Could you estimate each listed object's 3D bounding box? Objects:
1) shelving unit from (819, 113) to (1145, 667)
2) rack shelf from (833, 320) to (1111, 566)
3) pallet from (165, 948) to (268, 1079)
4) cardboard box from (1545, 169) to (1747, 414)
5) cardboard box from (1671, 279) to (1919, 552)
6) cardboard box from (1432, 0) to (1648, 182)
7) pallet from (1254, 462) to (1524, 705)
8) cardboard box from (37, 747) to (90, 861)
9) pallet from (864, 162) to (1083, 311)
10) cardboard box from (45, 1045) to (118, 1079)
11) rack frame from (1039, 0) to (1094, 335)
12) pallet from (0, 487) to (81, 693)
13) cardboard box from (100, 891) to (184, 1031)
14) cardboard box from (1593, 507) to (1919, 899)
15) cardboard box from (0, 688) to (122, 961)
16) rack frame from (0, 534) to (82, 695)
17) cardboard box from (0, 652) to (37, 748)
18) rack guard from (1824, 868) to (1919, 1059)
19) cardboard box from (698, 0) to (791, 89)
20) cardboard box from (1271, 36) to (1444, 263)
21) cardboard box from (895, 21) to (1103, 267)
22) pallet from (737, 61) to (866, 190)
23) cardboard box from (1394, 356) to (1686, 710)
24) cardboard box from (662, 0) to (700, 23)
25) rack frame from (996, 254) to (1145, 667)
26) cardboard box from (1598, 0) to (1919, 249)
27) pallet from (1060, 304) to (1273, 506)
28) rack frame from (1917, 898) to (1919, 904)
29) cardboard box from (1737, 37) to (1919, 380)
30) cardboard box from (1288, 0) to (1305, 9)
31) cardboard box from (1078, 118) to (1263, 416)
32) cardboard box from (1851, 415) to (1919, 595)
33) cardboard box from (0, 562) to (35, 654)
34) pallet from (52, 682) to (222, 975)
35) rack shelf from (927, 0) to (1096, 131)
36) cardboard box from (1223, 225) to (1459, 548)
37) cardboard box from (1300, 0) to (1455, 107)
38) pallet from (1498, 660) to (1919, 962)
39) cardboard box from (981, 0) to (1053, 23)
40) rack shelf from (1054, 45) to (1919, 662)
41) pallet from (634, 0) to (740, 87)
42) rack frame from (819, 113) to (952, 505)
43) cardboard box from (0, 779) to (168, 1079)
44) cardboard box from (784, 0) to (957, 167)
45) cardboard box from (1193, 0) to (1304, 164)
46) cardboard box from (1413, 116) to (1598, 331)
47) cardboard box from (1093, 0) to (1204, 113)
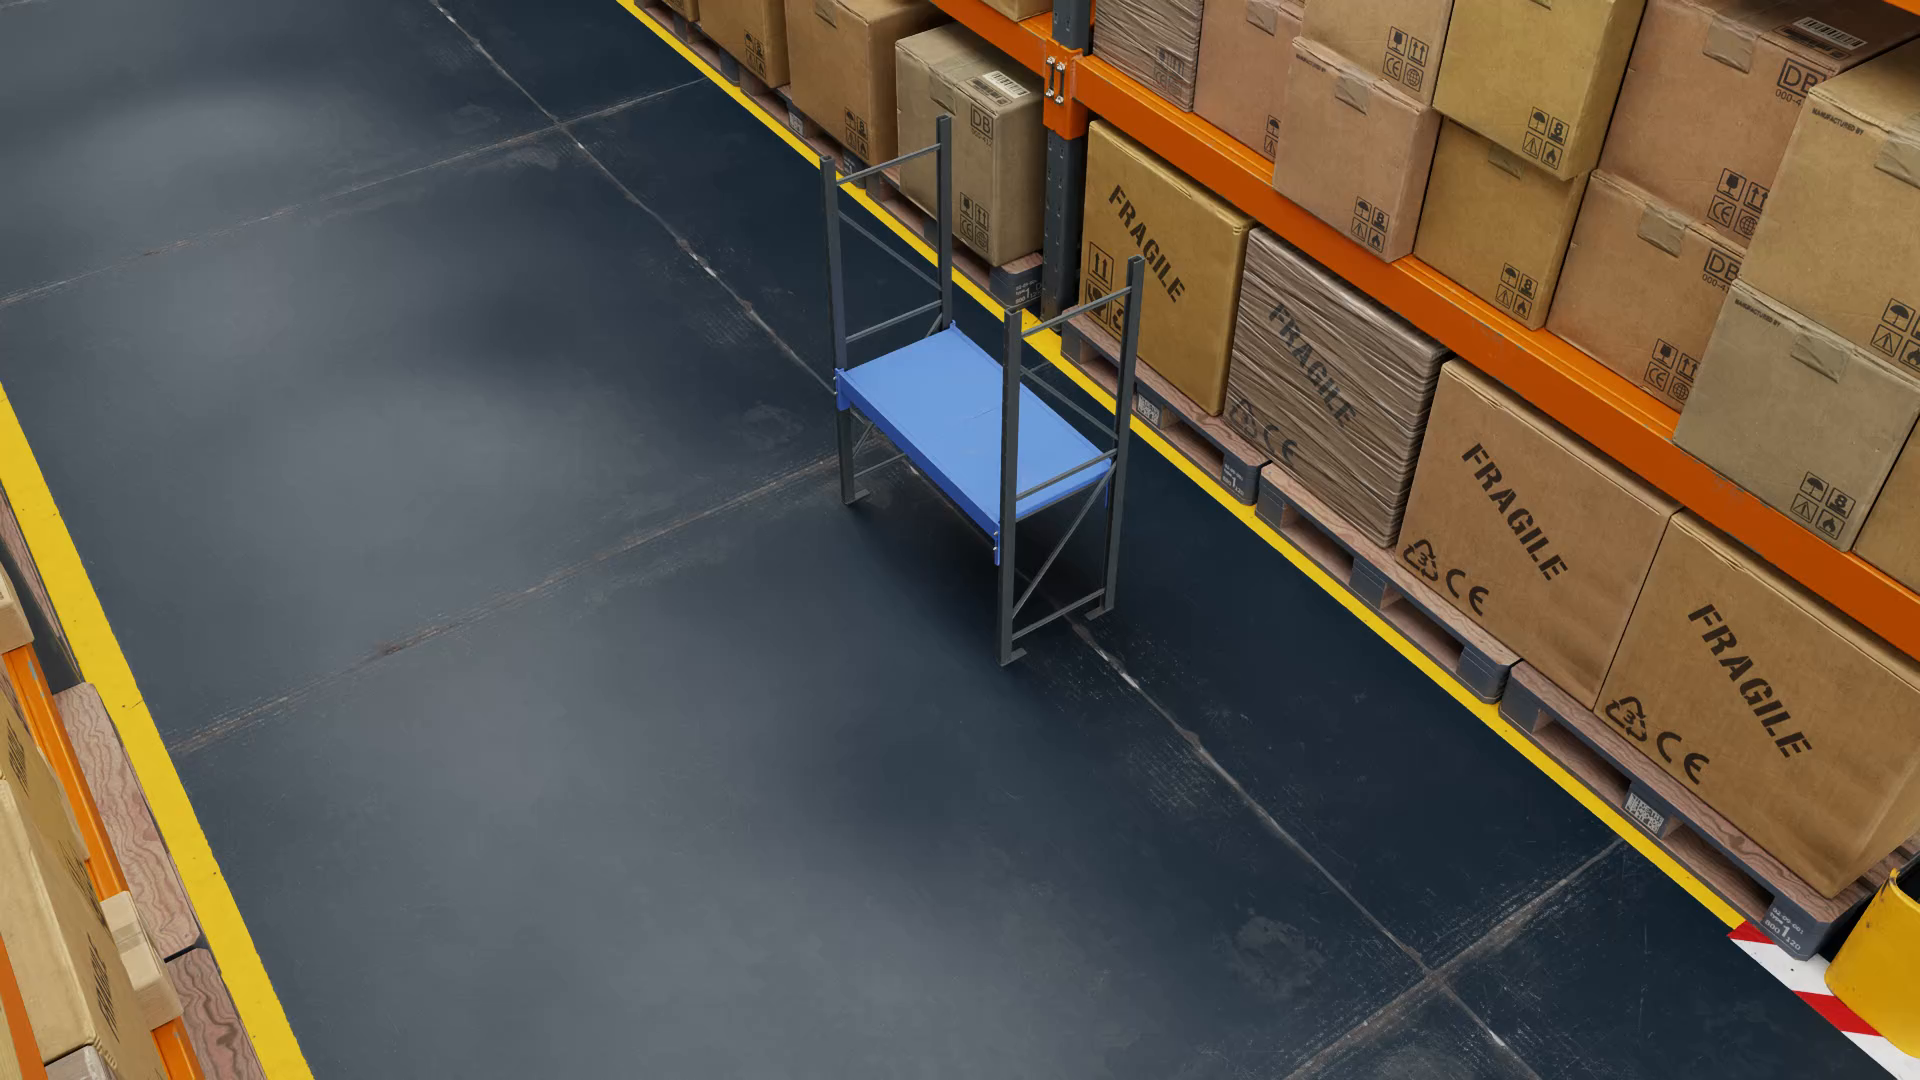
[{"bbox_3d":[0.049,-0.494,5.682,0.538,1.500,1.048,-26,49,-24],"label":"shelving unit"},{"bbox_3d":[0.049,-0.364,5.806,0.538,0.185,1.000,-26,49,-24],"label":"rack shelf"},{"bbox_3d":[-2.219,1.765,4.249,1.003,0.211,1.213,-26,49,-24],"label":"pallet"},{"bbox_3d":[2.281,-0.855,4.865,0.875,0.550,0.550,-26,49,-24],"label":"cardboard box"},{"bbox_3d":[2.498,-0.488,4.480,0.875,0.550,0.550,-26,49,-24],"label":"cardboard box"},{"bbox_3d":[1.891,-1.504,4.762,0.875,0.550,0.500,-26,49,-24],"label":"cardboard box"},{"bbox_3d":[1.865,-0.042,6.141,1.003,0.211,1.213,-26,49,-24],"label":"pallet"},{"bbox_3d":[-2.124,0.650,3.579,0.380,0.149,0.250,-26,49,-24],"label":"cardboard box"},{"bbox_3d":[0.289,-1.603,7.776,1.003,0.211,1.213,-26,49,-24],"label":"pallet"},{"bbox_3d":[-1.137,1.039,1.978,0.500,0.500,0.500,-26,49,-24],"label":"cardboard box"},{"bbox_3d":[0.792,-2.204,6.387,1.000,3.000,0.127,-26,49,-24],"label":"rack frame"},{"bbox_3d":[-3.781,0.266,5.818,1.003,0.211,1.213,-26,49,-24],"label":"pallet"},{"bbox_3d":[-1.792,0.911,3.306,0.380,0.149,0.250,-26,49,-24],"label":"cardboard box"},{"bbox_3d":[2.638,0.320,4.977,0.875,0.875,0.875,-25,49,-24],"label":"cardboard box"},{"bbox_3d":[-1.704,0.470,2.573,0.500,0.500,0.500,-26,49,-24],"label":"cardboard box"},{"bbox_3d":[-3.334,-0.302,4.394,1.000,3.000,0.127,-26,49,-24],"label":"rack frame"},{"bbox_3d":[-1.995,0.190,2.867,0.500,0.500,0.500,-26,49,-24],"label":"cardboard box"},{"bbox_3d":[3.094,0.979,4.862,1.175,0.500,0.348,-26,49,-24],"label":"rack guard"},{"bbox_3d":[-0.719,-2.933,8.476,1.050,0.750,0.750,-25,49,-24],"label":"cardboard box"},{"bbox_3d":[1.558,-1.399,5.435,0.875,0.550,0.550,-26,49,-24],"label":"cardboard box"},{"bbox_3d":[0.363,-1.858,7.349,1.050,0.750,0.750,-26,49,-25],"label":"cardboard box"},{"bbox_3d":[-0.413,-2.294,8.500,1.003,0.211,1.213,-26,49,-24],"label":"pallet"},{"bbox_3d":[2.133,-0.177,5.498,0.875,0.875,0.875,-26,50,-25],"label":"cardboard box"},{"bbox_3d":[-1.222,-3.427,8.993,1.050,0.750,0.750,-26,50,-25],"label":"cardboard box"},{"bbox_3d":[0.340,-0.206,5.380,0.500,1.500,0.032,-26,49,-24],"label":"rack frame"},{"bbox_3d":[2.301,-1.255,4.502,0.875,0.550,0.550,-26,49,-24],"label":"cardboard box"},{"bbox_3d":[1.163,-0.734,6.866,1.003,0.211,1.213,-26,49,-24],"label":"pallet"},{"bbox_3d":[3.080,0.061,4.013,1.000,3.000,0.127,-26,49,-24],"label":"rack frame"},{"bbox_3d":[2.510,-0.884,4.113,0.875,0.550,0.550,-26,49,-24],"label":"cardboard box"},{"bbox_3d":[1.385,-2.161,5.451,0.875,0.550,0.550,-26,49,-24],"label":"cardboard box"},{"bbox_3d":[1.094,-1.204,6.573,0.875,0.875,0.875,-25,49,-24],"label":"cardboard box"},{"bbox_3d":[2.831,-0.185,4.163,0.875,0.550,0.550,-26,49,-24],"label":"cardboard box"},{"bbox_3d":[-2.506,0.203,4.047,0.380,0.149,0.250,-26,49,-24],"label":"cardboard box"},{"bbox_3d":[-2.921,1.073,4.973,1.003,0.211,1.213,-26,49,-24],"label":"pallet"},{"bbox_3d":[-0.352,-3.077,7.821,1.077,0.370,4.000,-26,49,-24],"label":"rack shelf"},{"bbox_3d":[1.613,-0.695,6.040,0.875,0.875,0.875,-25,49,-24],"label":"cardboard box"},{"bbox_3d":[1.581,-1.801,5.073,0.875,0.550,0.550,-26,49,-24],"label":"cardboard box"},{"bbox_3d":[2.559,0.648,5.418,1.003,0.211,1.213,-26,49,-24],"label":"pallet"},{"bbox_3d":[0.274,-2.430,6.551,0.500,0.500,0.500,-26,49,-25],"label":"cardboard box"},{"bbox_3d":[1.936,-0.811,5.448,1.077,0.370,4.000,-26,49,-24],"label":"rack shelf"},{"bbox_3d":[-1.107,-2.985,9.224,1.003,0.211,1.213,-26,49,-24],"label":"pallet"},{"bbox_3d":[-0.242,-0.782,5.983,0.500,1.500,0.032,-26,49,-24],"label":"rack frame"},{"bbox_3d":[-1.417,0.753,2.277,0.500,0.500,0.500,-26,49,-24],"label":"cardboard box"},{"bbox_3d":[-0.186,-2.406,7.923,1.050,0.750,0.750,-26,49,-24],"label":"cardboard box"},{"bbox_3d":[1.346,-1.752,5.804,0.875,0.550,0.550,-26,49,-24],"label":"cardboard box"},{"bbox_3d":[1.944,-1.139,5.162,0.875,0.550,0.500,-26,49,-24],"label":"cardboard box"},{"bbox_3d":[1.013,-2.054,6.121,0.875,0.550,0.550,-26,49,-24],"label":"cardboard box"}]
